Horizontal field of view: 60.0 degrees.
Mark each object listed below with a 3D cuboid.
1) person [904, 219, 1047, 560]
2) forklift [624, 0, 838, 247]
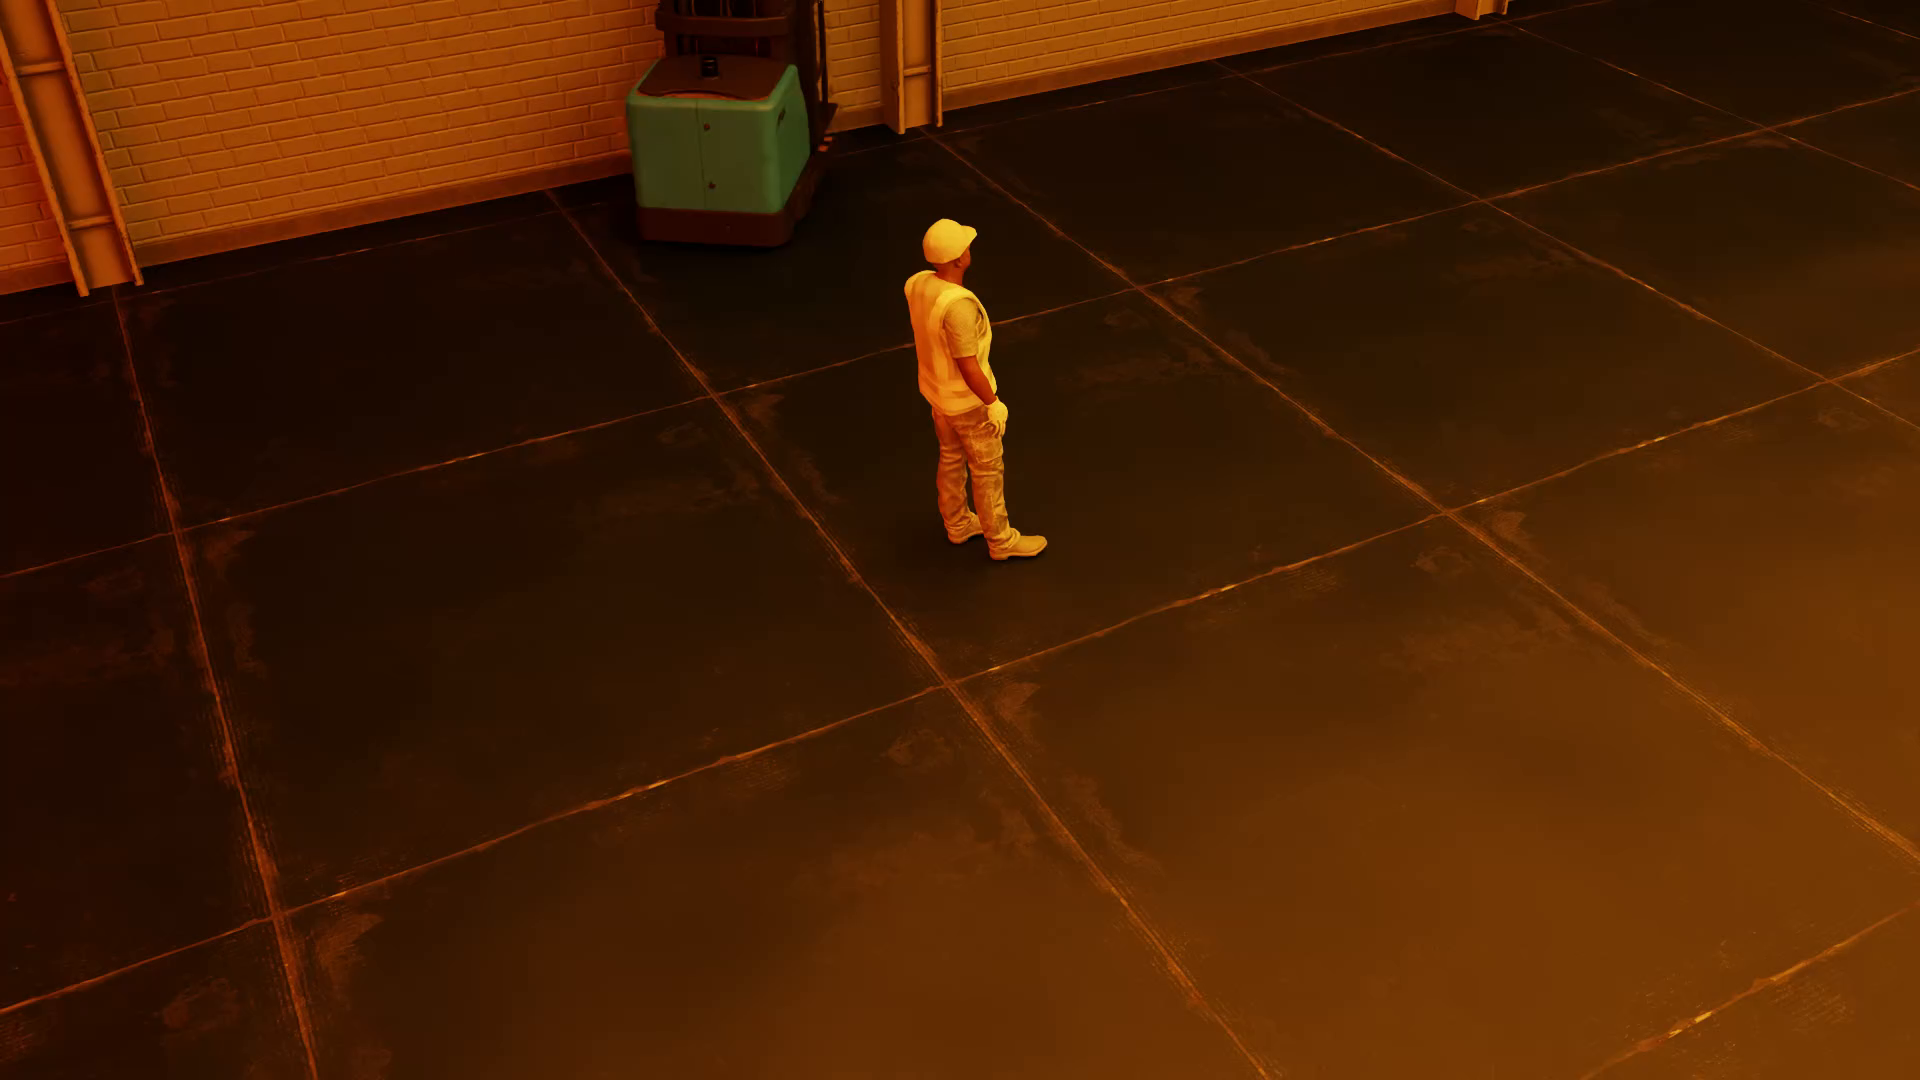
[{"bbox_3d":[0.068,-0.749,8.164,0.577,1.782,0.656,-17,39,-23],"label":"person"},{"bbox_3d":[-1.541,-4.039,11.837,1.130,2.935,3.031,4,35,6],"label":"forklift"}]
